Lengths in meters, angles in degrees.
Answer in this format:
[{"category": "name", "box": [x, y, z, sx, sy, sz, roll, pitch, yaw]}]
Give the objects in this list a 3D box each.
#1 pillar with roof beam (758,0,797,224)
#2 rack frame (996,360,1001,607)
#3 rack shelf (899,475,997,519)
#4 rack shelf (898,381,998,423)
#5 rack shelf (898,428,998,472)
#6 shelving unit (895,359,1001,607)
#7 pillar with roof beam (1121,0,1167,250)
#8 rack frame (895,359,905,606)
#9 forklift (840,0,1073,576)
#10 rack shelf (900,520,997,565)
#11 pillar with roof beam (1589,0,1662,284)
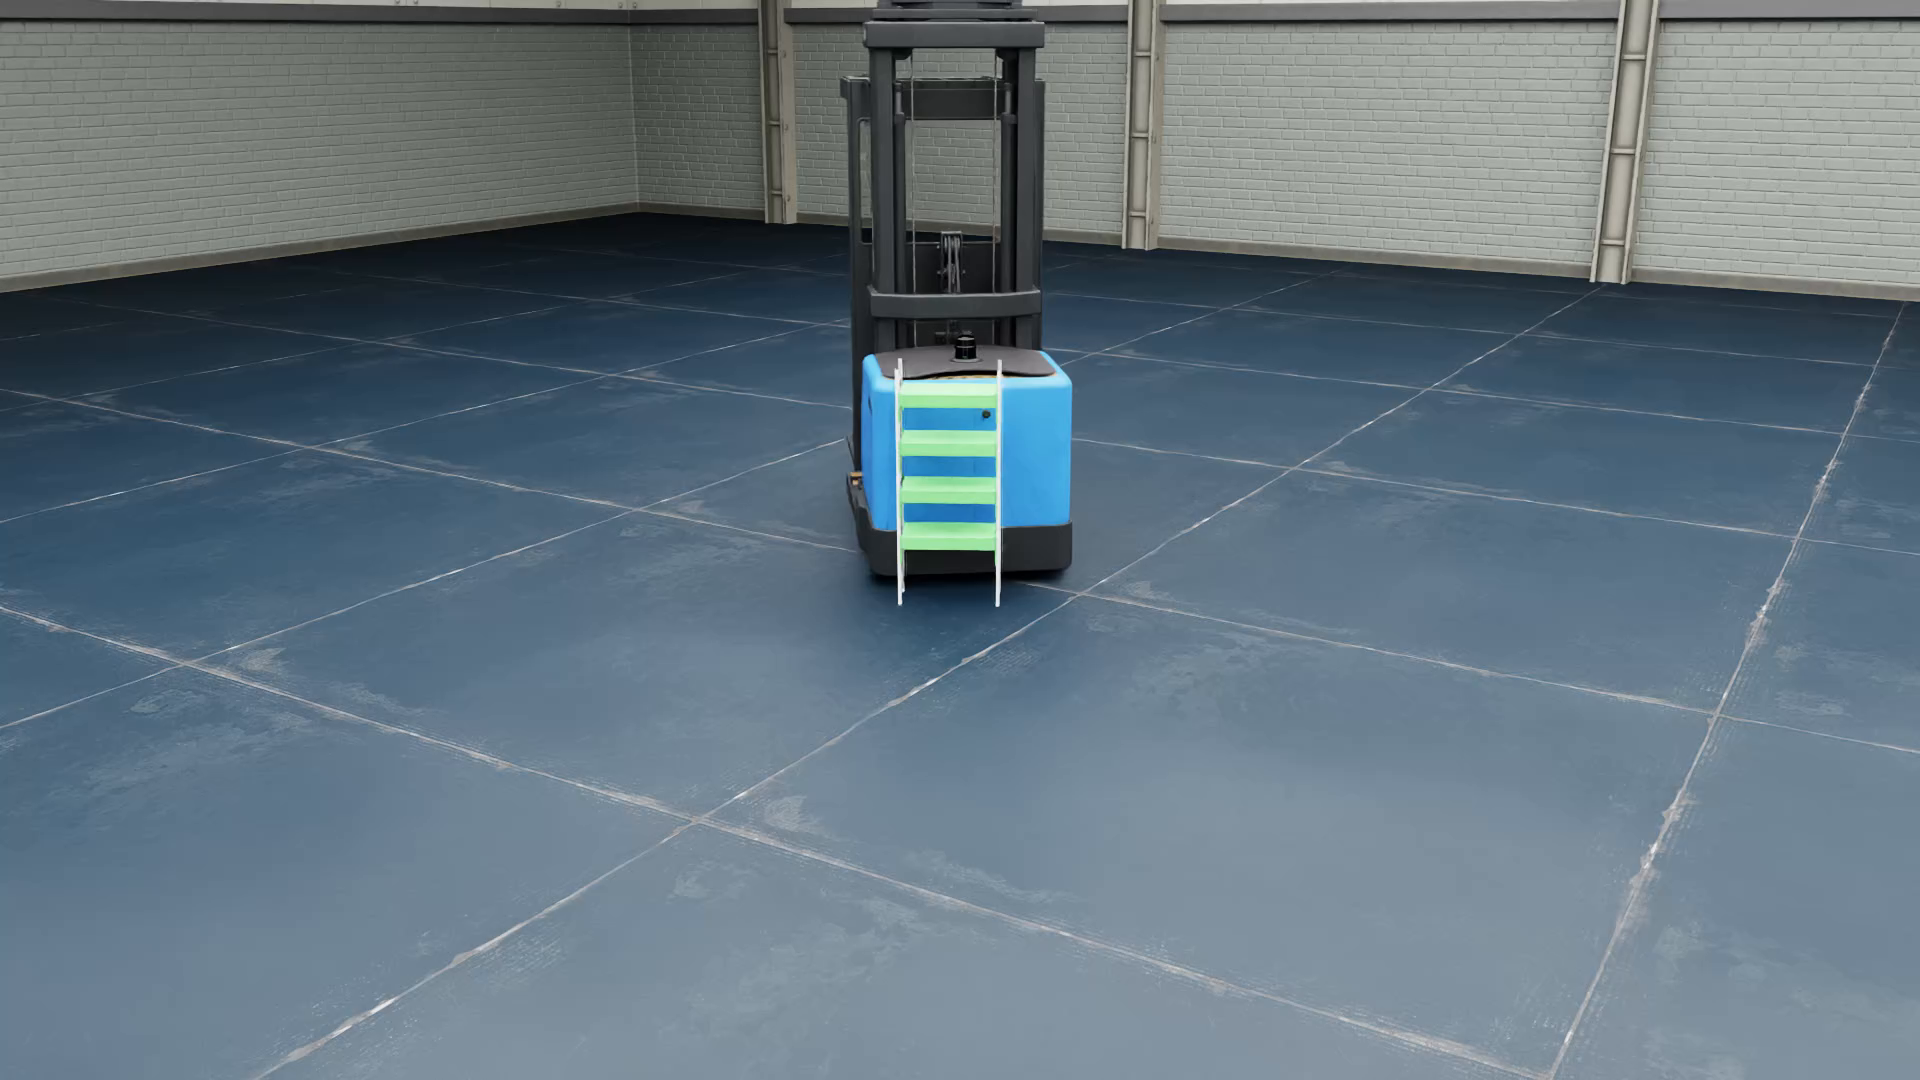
[{"category": "pillar with roof beam", "box": [-4.963, -8.055, 20.415, 0.400, 9.000, 9.100, 10, 20, 30]}, {"category": "rack frame", "box": [0.191, -0.274, 8.206, 0.015, 1.200, 0.240, 1, 19, 2]}, {"category": "rack shelf", "box": [-0.053, -0.216, 8.235, 0.480, 0.148, 0.258, 1, 19, 2]}, {"category": "rack shelf", "box": [-0.054, -0.671, 8.082, 0.480, 0.148, 0.258, 1, 19, 2]}, {"category": "rack shelf", "box": [-0.054, -0.444, 8.159, 0.480, 0.148, 0.258, 1, 19, 2]}, {"category": "shelving unit", "box": [-0.053, -0.277, 8.215, 0.503, 1.200, 0.258, 1, 19, 2]}, {"category": "pillar with roof beam", "box": [0.150, -7.142, 17.410, 0.400, 9.000, 9.100, 10, 20, 30]}, {"category": "rack frame", "box": [-0.297, -0.279, 8.224, 0.015, 1.200, 0.240, 1, 19, 2]}, {"category": "forklift", "box": [-0.108, -1.601, 9.610, 1.130, 2.935, 3.031, -2, 17, -7]}, {"category": "rack shelf", "box": [-0.053, 0.011, 8.311, 0.480, 0.148, 0.258, 1, 19, 2]}, {"category": "pillar with roof beam", "box": [5.263, -6.229, 14.406, 0.400, 9.000, 9.100, 10, 20, 30]}]
